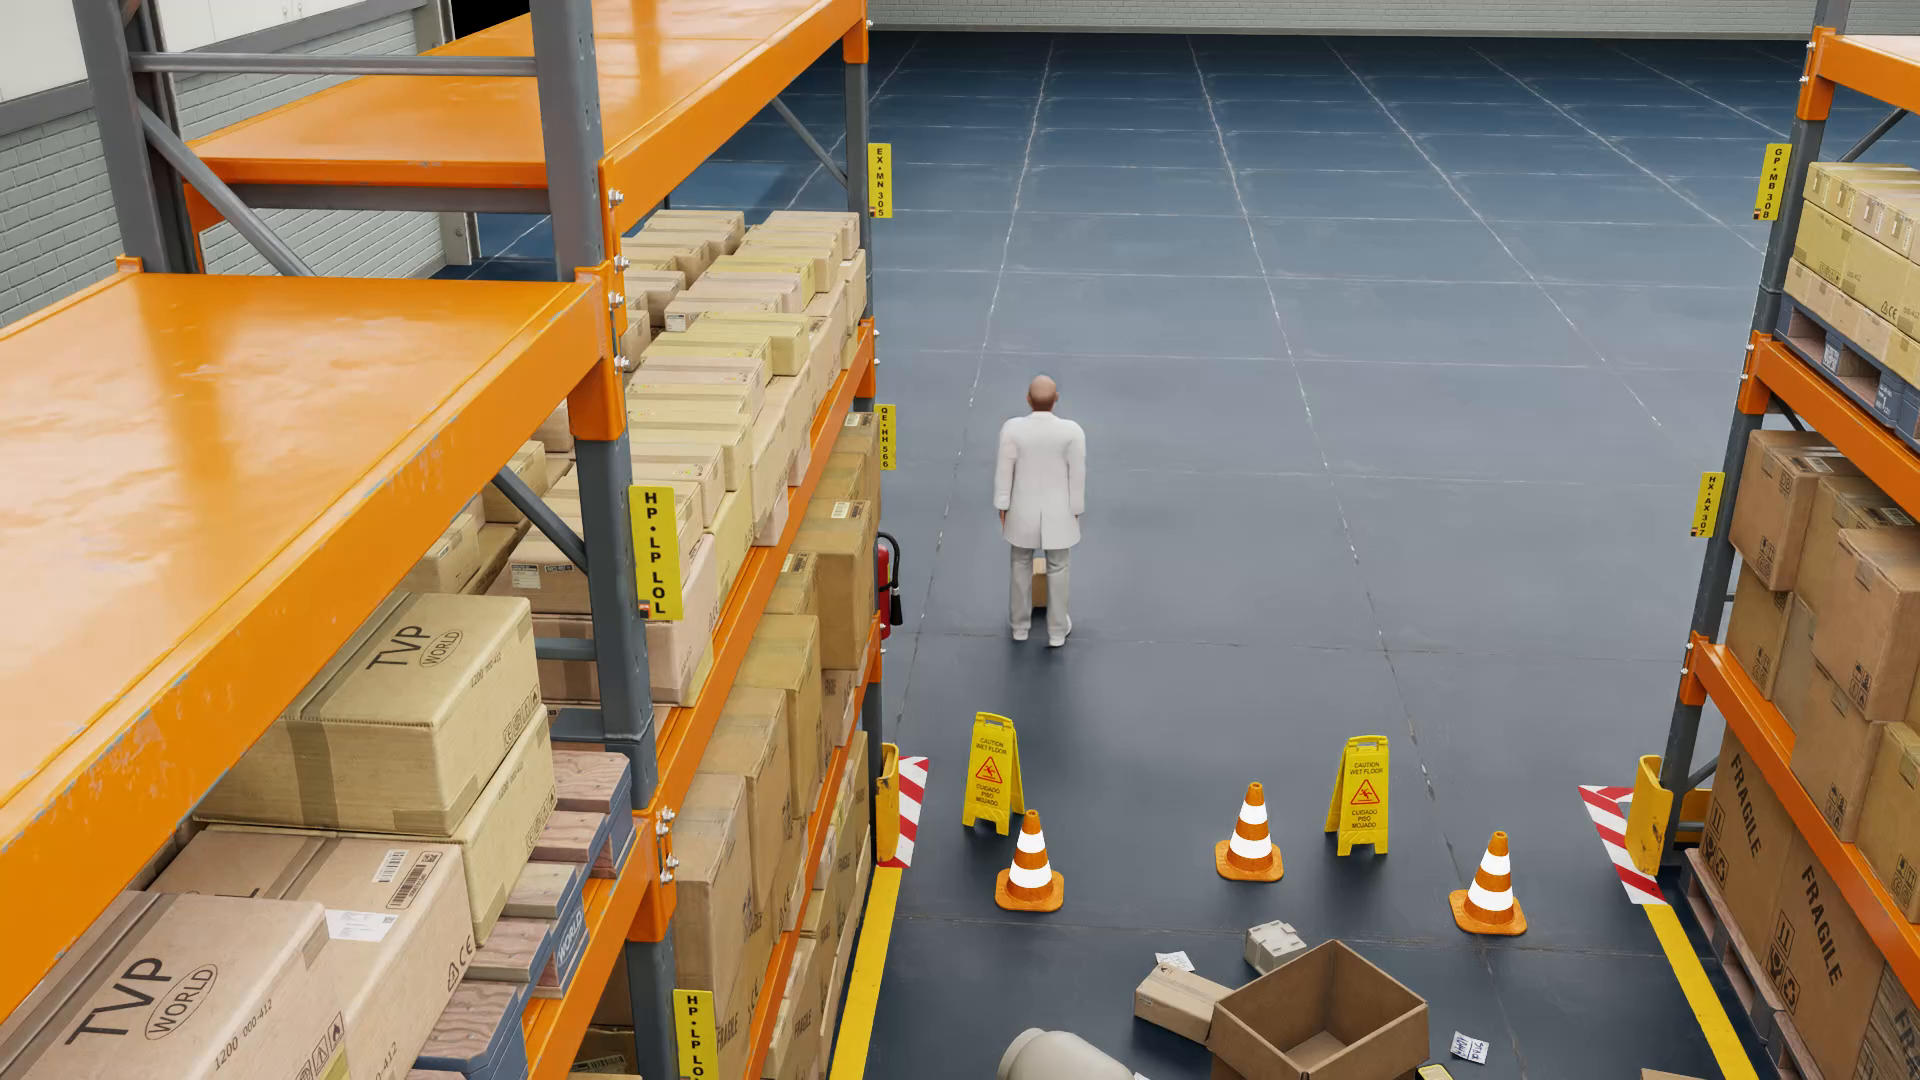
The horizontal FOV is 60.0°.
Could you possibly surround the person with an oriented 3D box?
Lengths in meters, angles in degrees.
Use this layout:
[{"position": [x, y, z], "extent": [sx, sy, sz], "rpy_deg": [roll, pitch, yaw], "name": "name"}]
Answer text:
[{"position": [0.501, -0.210, 10.505], "extent": [0.571, 1.775, 0.436], "rpy_deg": [2, 24, 5], "name": "person"}]
